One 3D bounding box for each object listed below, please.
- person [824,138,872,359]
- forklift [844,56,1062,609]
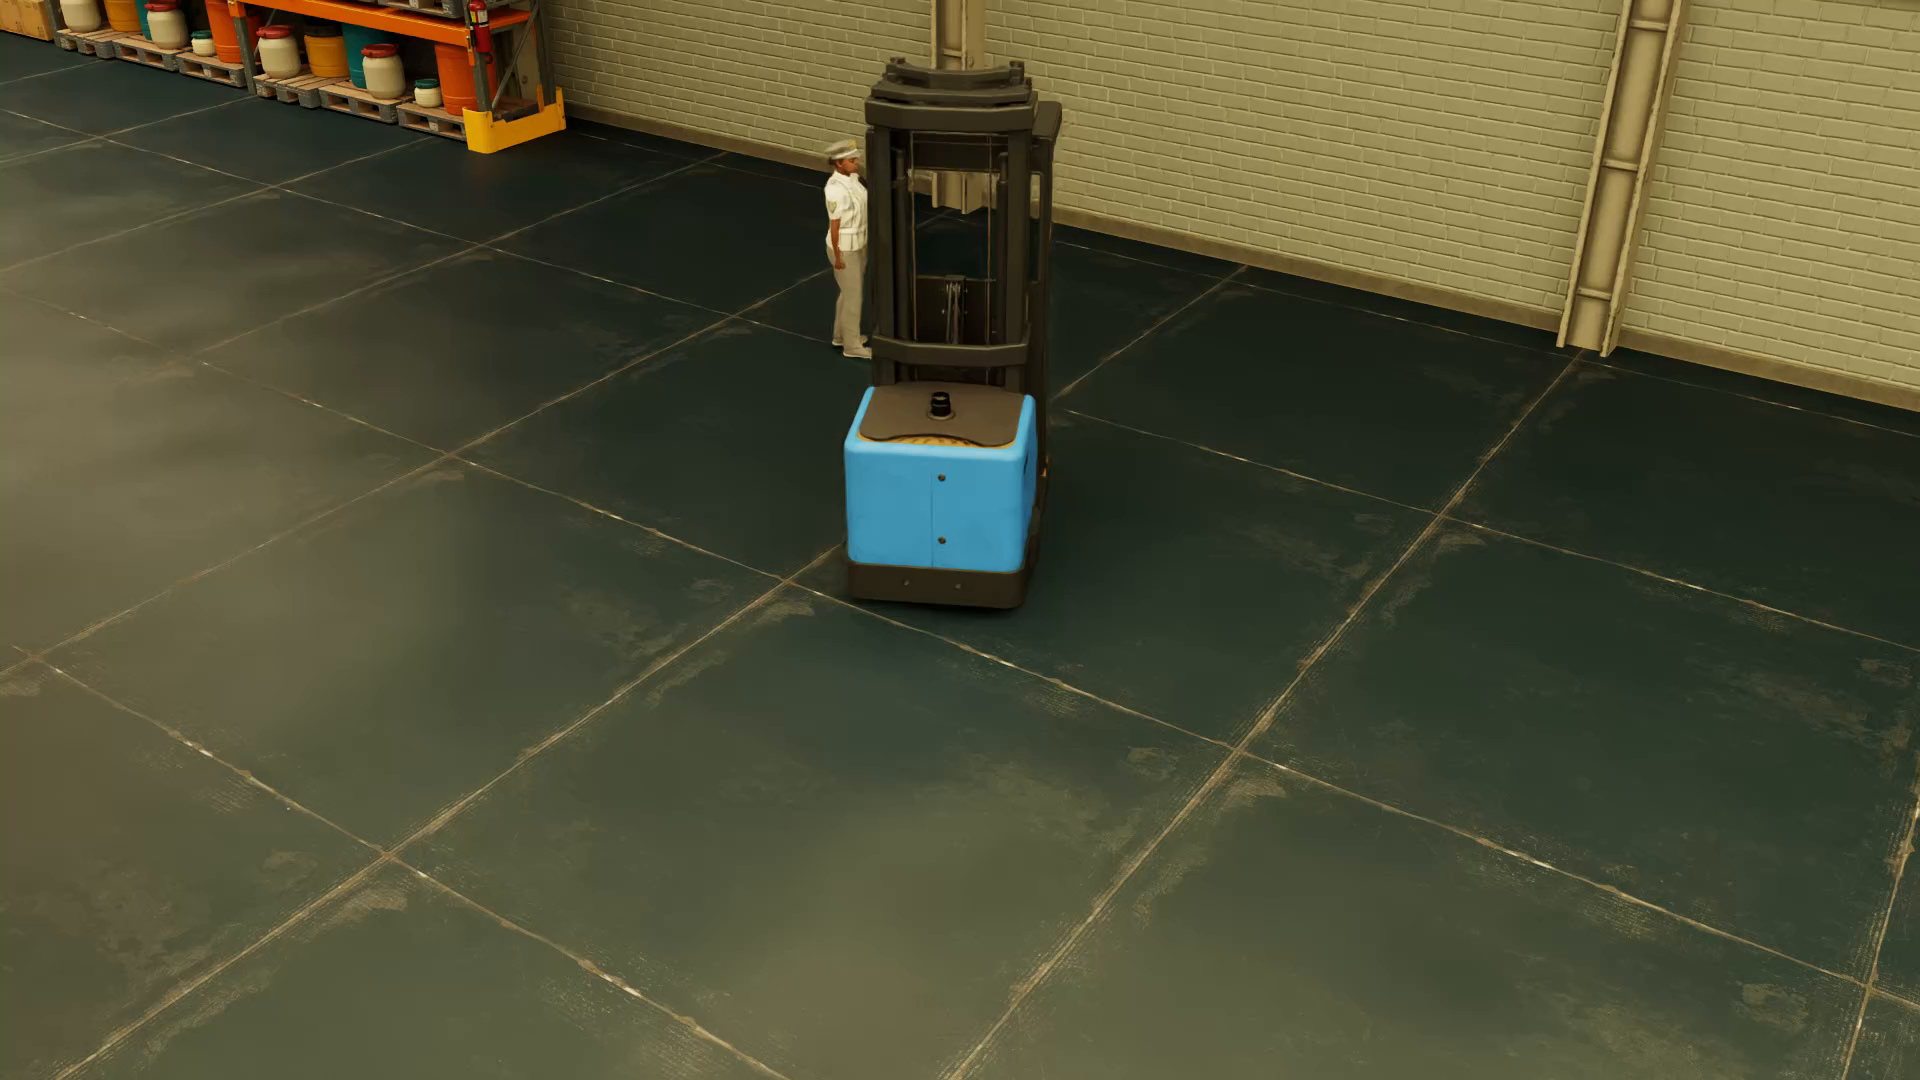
[{"bbox_3d":[-0.800,-2.230,12.678,0.442,1.682,0.458,9,31,15],"label":"person"},{"bbox_3d":[0.026,-1.587,10.314,1.130,2.935,3.031,4,30,6],"label":"forklift"}]
